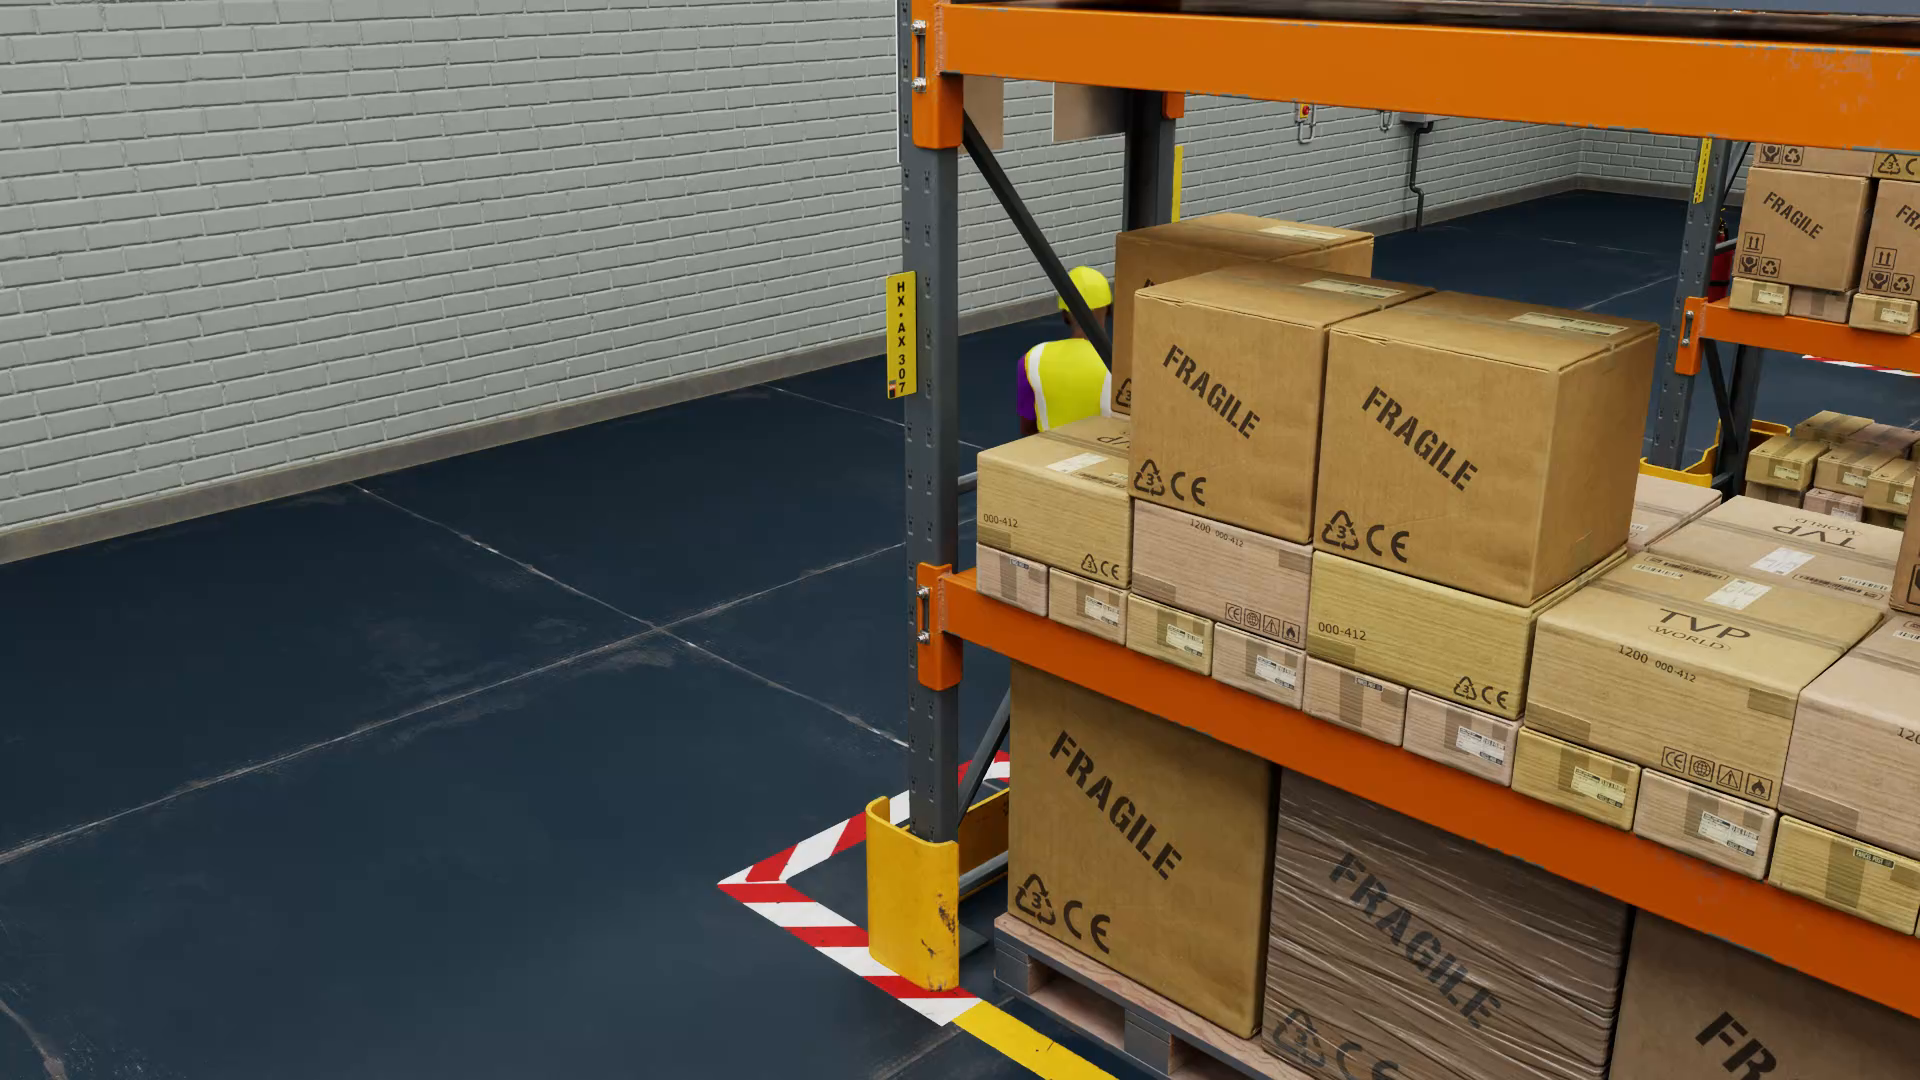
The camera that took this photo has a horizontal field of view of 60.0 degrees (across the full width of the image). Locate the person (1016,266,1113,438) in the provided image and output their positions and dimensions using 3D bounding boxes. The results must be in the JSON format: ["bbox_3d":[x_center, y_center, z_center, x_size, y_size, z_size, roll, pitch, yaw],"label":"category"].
[{"bbox_3d":[0.530,-0.181,6.500,0.653,1.767,0.346,10,23,25],"label":"person"}]
